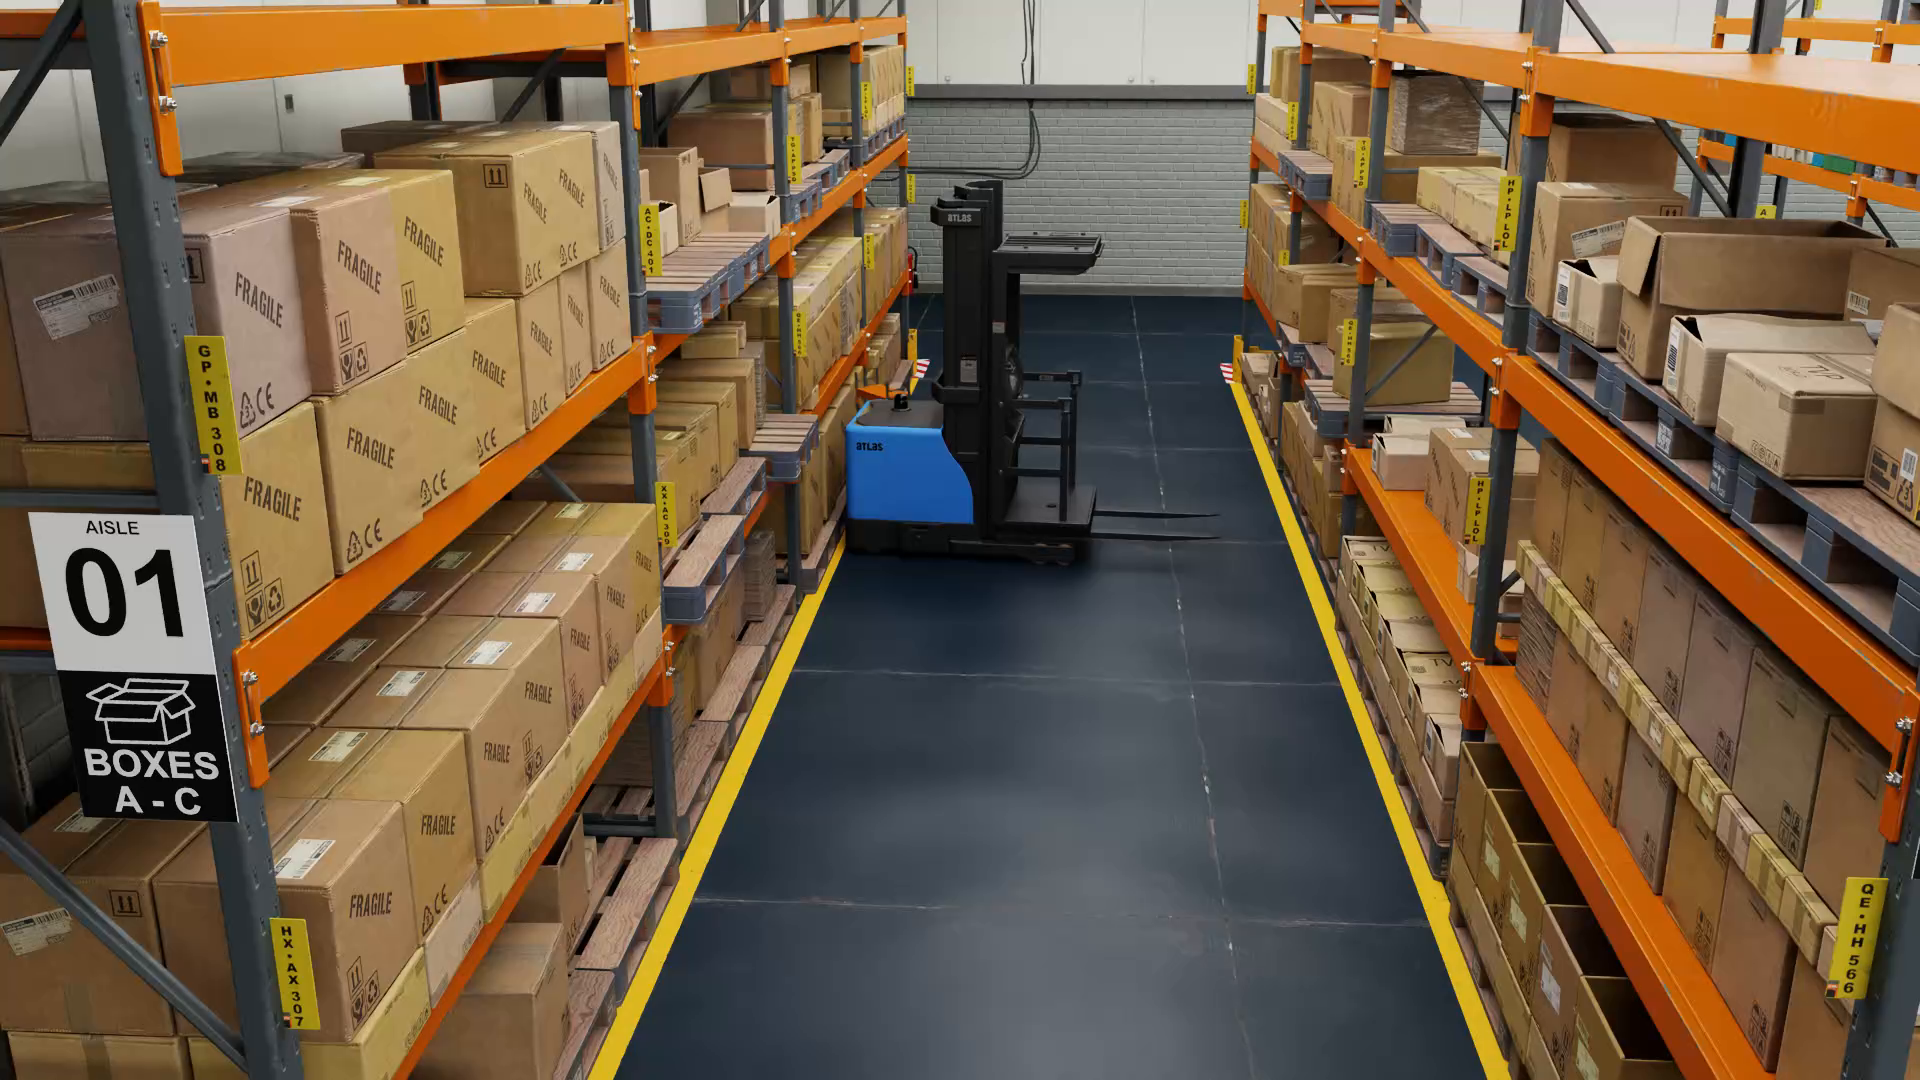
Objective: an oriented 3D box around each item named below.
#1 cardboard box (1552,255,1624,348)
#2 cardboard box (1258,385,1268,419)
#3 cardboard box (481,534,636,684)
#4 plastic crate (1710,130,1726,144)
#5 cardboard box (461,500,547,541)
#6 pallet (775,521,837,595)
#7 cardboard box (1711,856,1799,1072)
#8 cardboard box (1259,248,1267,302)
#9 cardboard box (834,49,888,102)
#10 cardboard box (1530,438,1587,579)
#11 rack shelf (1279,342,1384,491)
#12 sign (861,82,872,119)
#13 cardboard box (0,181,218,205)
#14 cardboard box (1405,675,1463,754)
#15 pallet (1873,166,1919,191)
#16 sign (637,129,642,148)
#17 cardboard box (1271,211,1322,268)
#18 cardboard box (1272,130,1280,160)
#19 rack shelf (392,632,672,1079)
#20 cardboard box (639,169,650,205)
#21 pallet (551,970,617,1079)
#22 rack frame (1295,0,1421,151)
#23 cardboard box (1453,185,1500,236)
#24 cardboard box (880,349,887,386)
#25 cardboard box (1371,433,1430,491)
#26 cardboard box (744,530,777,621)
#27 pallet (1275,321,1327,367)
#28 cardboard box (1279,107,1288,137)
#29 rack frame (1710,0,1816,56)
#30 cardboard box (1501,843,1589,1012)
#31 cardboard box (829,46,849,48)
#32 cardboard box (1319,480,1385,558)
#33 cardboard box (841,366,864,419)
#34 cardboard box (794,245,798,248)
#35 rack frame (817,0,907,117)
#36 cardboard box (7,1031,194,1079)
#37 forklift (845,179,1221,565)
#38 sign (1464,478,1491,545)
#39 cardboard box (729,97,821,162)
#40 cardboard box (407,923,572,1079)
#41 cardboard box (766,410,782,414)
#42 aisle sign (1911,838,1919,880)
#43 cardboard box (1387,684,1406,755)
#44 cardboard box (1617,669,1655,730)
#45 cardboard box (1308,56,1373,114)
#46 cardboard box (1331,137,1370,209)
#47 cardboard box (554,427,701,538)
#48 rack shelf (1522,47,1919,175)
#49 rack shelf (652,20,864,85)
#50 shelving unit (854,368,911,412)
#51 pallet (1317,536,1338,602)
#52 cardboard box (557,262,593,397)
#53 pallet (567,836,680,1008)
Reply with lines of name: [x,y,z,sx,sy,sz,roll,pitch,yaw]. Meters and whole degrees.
cardboard box: [2.629,-0.943,6.410,0.500,0.311,0.500,0,18,1]
cardboard box: [3.352,-1.444,17.125,0.500,0.311,0.500,1,18,4]
cardboard box: [-1.730,0.293,7.217,0.500,0.500,0.500,1,18,4]
plastic crate: [8.462,-4.477,18.162,0.497,0.269,0.590,1,18,4]
cardboard box: [-2.216,0.125,7.728,0.500,0.500,0.500,1,18,3]
pallet: [-1.556,0.118,13.224,1.003,0.211,1.213,1,18,4]
cardboard box: [2.759,1.275,5.055,0.700,0.500,0.500,2,18,5]
cardboard box: [3.424,-2.783,17.439,0.500,0.500,0.500,2,18,5]
cardboard box: [-1.009,-4.692,16.810,0.500,0.500,0.500,1,18,4]
cardboard box: [2.942,-0.138,7.283,0.700,0.500,0.500,1,18,4]
rack shelf: [3.397,-1.134,13.721,1.077,0.370,4.000,1,18,4]
sign: [-0.859,-4.018,15.214,0.100,0.325,0.005,1,18,4]
cardboard box: [-2.463,-0.746,4.767,0.500,0.500,0.500,2,18,7]
cardboard box: [2.741,0.935,9.094,0.500,0.311,0.500,2,18,5]
pallet: [8.522,-3.075,13.976,1.213,0.211,1.003,1,18,4]
sign: [-2.240,-2.688,11.533,0.100,0.325,0.005,1,18,4]
cardboard box: [3.353,-2.941,16.316,0.500,0.500,0.500,1,18,3]
cardboard box: [3.384,-3.918,16.488,0.500,0.250,0.500,1,18,4]
rack shelf: [-2.118,1.241,6.472,1.077,0.370,4.000,1,18,4]
cardboard box: [-1.855,-1.562,8.221,0.500,0.500,0.500,4,19,12]
pallet: [-2.072,2.193,6.892,1.003,0.211,1.213,1,18,4]
rack frame: [3.541,-4.948,14.571,1.000,3.000,0.127,1,18,4]
cardboard box: [3.206,-1.925,9.731,0.500,0.250,0.500,1,18,3]
cardboard box: [-1.166,-1.763,17.827,0.700,0.500,0.500,2,18,5]
cardboard box: [2.996,-0.539,10.893,0.500,0.311,0.500,1,18,3]
cardboard box: [-1.687,0.240,11.682,0.700,0.500,0.500,2,18,5]
pallet: [3.374,-1.760,14.785,1.003,0.211,1.213,1,18,4]
cardboard box: [3.344,-4.001,15.936,0.500,0.250,0.500,1,18,4]
rack frame: [8.768,-6.078,18.021,1.000,3.000,0.127,1,18,4]
cardboard box: [2.550,1.586,6.802,0.500,0.500,0.500,1,18,4]
cardboard box: [-1.453,-5.021,17.812,0.500,0.500,0.500,1,18,3]
cardboard box: [3.087,-0.171,12.937,0.500,0.500,0.500,2,18,6]
cardboard box: [-1.318,-1.179,15.483,0.750,0.750,0.750,1,18,5]
cardboard box: [-1.724,-2.461,14.742,0.500,0.250,0.500,1,18,5]
rack frame: [-1.114,-6.299,18.696,1.000,3.000,0.127,1,18,4]
cardboard box: [-2.421,1.433,4.941,0.500,0.250,0.500,2,18,5]
forklift: [0.622,-1.367,13.387,3.031,2.935,1.130,2,18,7]
sign: [2.425,-0.134,7.782,0.100,0.325,0.005,1,18,4]
cardboard box: [-1.549,-3.443,13.929,0.700,0.500,0.500,1,18,3]
cardboard box: [-1.978,1.883,6.667,0.700,0.500,0.500,0,18,0]
cardboard box: [-1.433,-0.951,12.380,0.380,0.149,0.250,1,18,3]
aisle sign: [2.383,0.409,3.684,0.394,0.787,0.004,1,18,4]
cardboard box: [2.782,1.044,9.662,0.500,0.250,0.500,2,18,5]
cardboard box: [2.647,0.592,6.095,0.380,0.149,0.250,1,18,3]
cardboard box: [3.537,-4.197,15.330,0.700,0.500,0.500,1,18,4]
cardboard box: [3.325,-2.784,12.623,0.910,0.500,0.500,1,18,4]
cardboard box: [-1.856,-0.309,9.181,0.700,0.500,0.500,3,18,10]
rack shelf: [2.824,-1.310,5.266,1.077,0.370,4.000,1,18,4]
rack shelf: [-1.544,-3.904,13.183,1.077,0.370,4.000,1,18,4]
shelving unit: [-0.657,-0.867,14.623,0.258,1.200,0.503,-16,24,-33]
pallet: [3.345,0.240,12.853,1.003,0.211,1.213,1,18,4]
cardboard box: [-1.813,-0.885,6.796,0.500,0.500,0.500,0,18,-1]
pallet: [-1.987,1.813,8.051,1.003,0.211,1.213,1,18,4]
